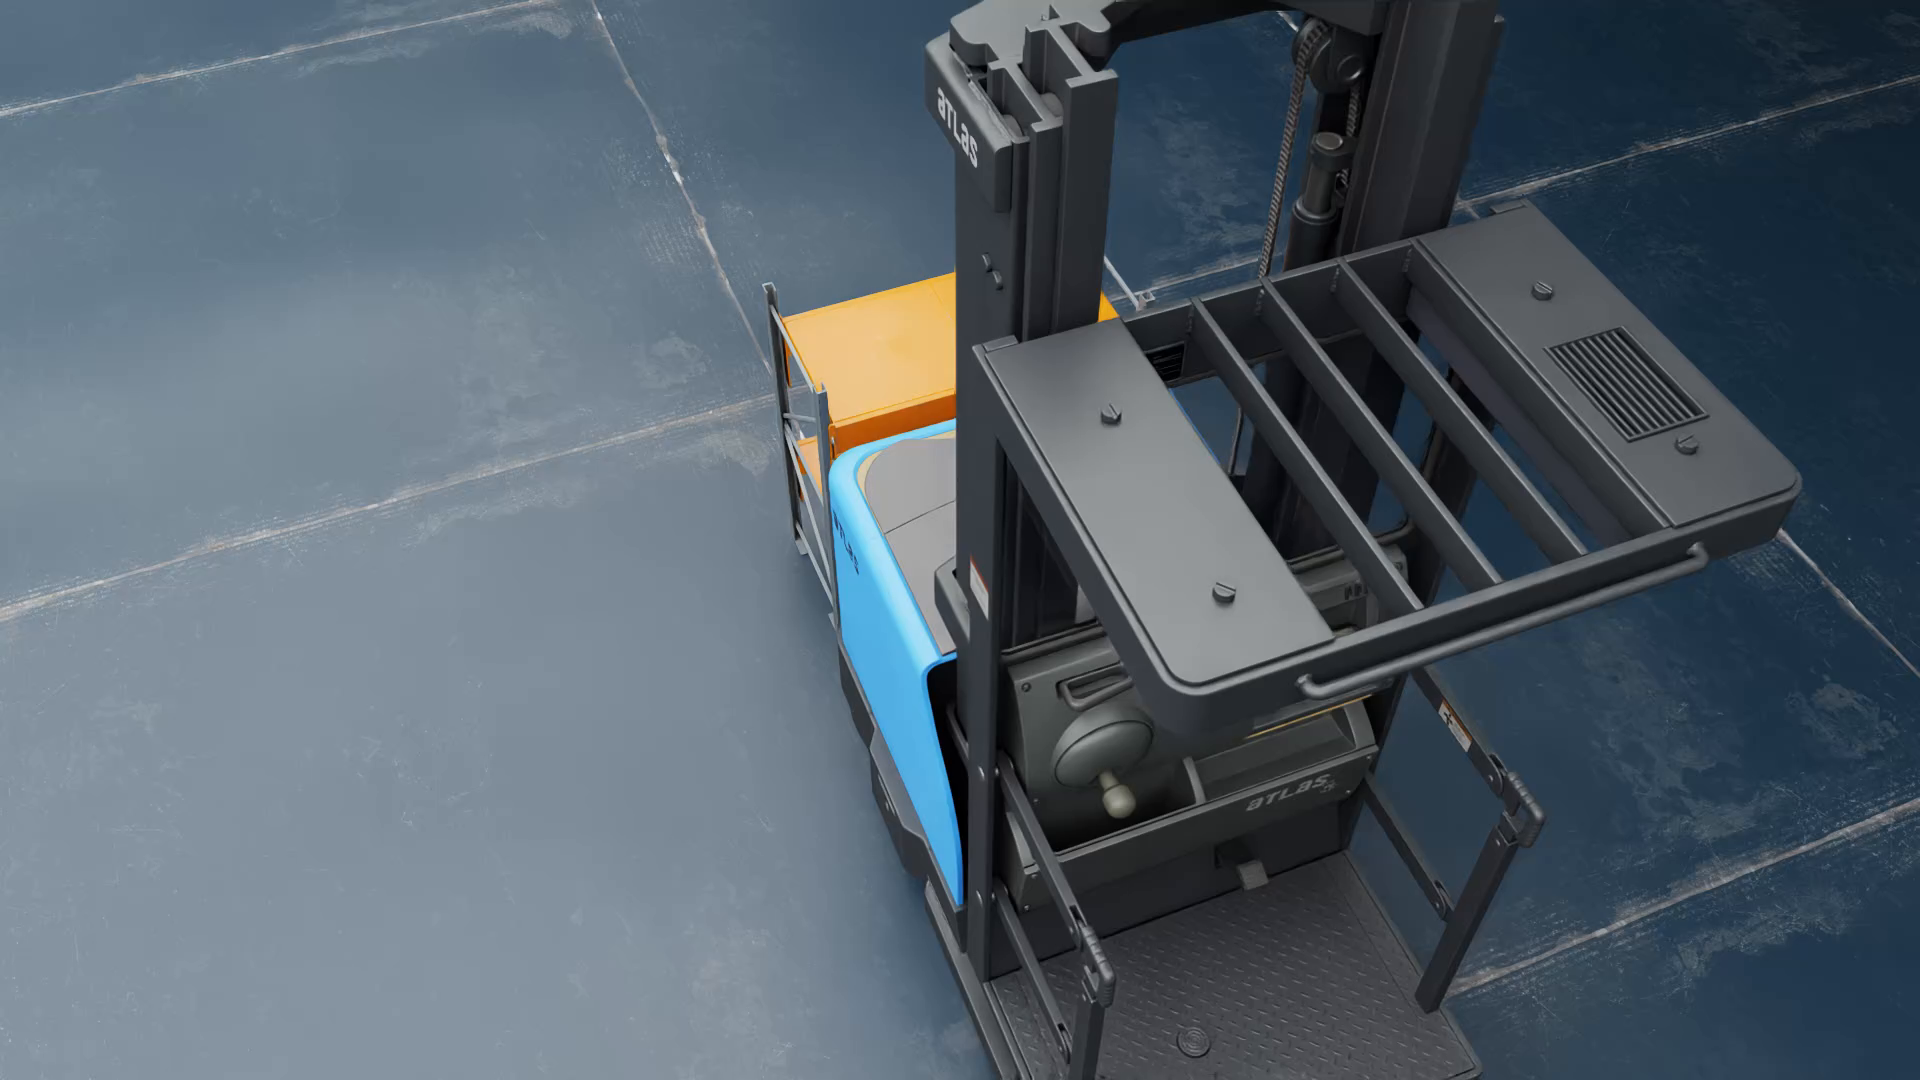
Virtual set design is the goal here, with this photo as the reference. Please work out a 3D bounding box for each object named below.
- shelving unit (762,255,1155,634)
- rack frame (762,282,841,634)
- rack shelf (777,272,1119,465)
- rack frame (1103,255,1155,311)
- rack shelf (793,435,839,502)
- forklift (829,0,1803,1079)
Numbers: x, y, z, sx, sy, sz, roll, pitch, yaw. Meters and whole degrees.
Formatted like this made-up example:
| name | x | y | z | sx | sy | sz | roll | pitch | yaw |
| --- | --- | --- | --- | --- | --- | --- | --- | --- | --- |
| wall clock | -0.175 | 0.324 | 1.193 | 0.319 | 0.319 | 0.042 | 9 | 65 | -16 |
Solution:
| name | x | y | z | sx | sy | sz | roll | pitch | yaw |
| --- | --- | --- | --- | --- | --- | --- | --- | --- | --- |
| shelving unit | -0.006 | -0.365 | 5.322 | 1.048 | 1.125 | 0.538 | -17 | 52 | -14 |
| rack frame | -0.477 | -0.219 | 5.196 | 0.032 | 1.125 | 0.500 | -17 | 52 | -14 |
| rack shelf | -0.006 | -0.555 | 5.100 | 1.000 | 0.278 | 0.538 | -17 | 52 | -14 |
| rack frame | 0.464 | -0.510 | 5.447 | 0.032 | 1.125 | 0.500 | -17 | 52 | -14 |
| rack shelf | -0.006 | -0.205 | 5.507 | 1.000 | 0.278 | 0.538 | -17 | 52 | -14 |
| forklift | 0.635 | 0.415 | 3.461 | 1.130 | 2.935 | 3.031 | -17 | 51 | -14 |
